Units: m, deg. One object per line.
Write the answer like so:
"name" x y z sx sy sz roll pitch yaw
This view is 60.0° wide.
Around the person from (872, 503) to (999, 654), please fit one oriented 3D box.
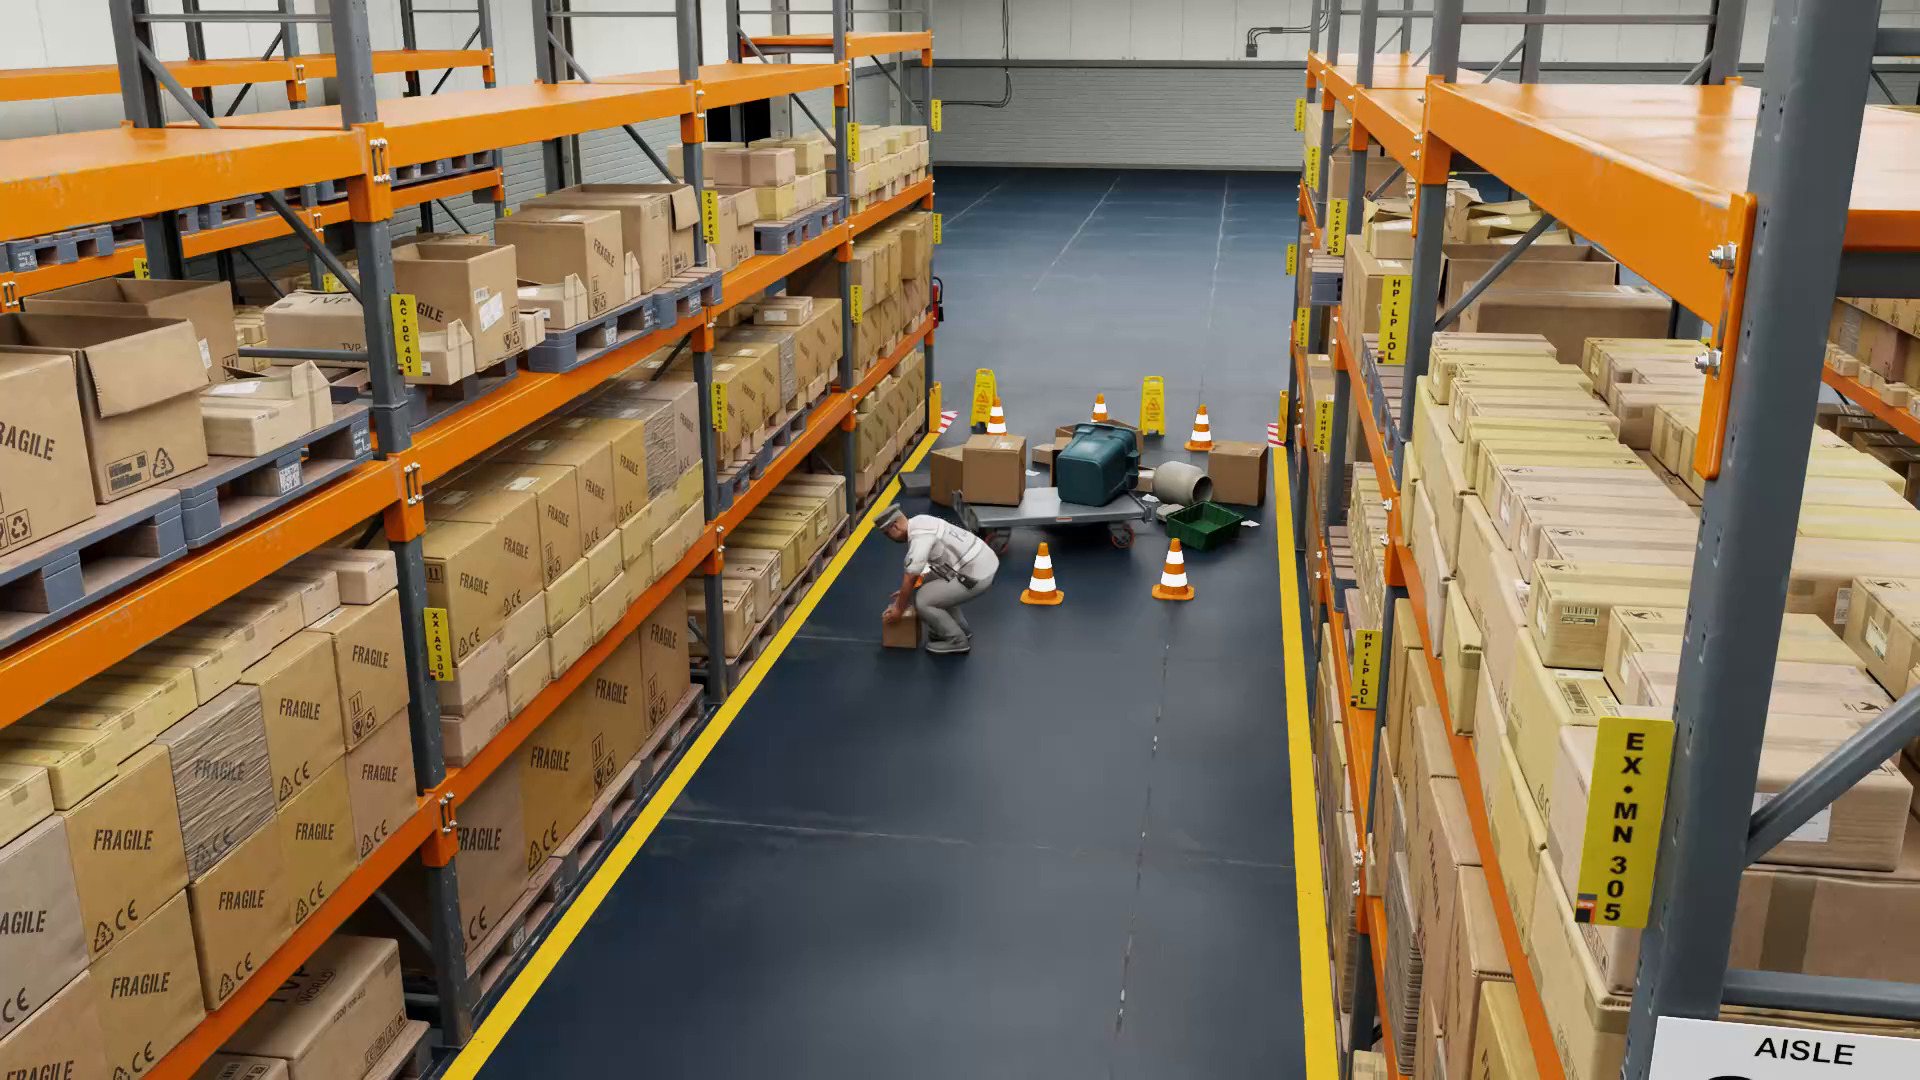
"person" -0.184 0.268 12.282 0.928 1.100 0.568 3 18 9
